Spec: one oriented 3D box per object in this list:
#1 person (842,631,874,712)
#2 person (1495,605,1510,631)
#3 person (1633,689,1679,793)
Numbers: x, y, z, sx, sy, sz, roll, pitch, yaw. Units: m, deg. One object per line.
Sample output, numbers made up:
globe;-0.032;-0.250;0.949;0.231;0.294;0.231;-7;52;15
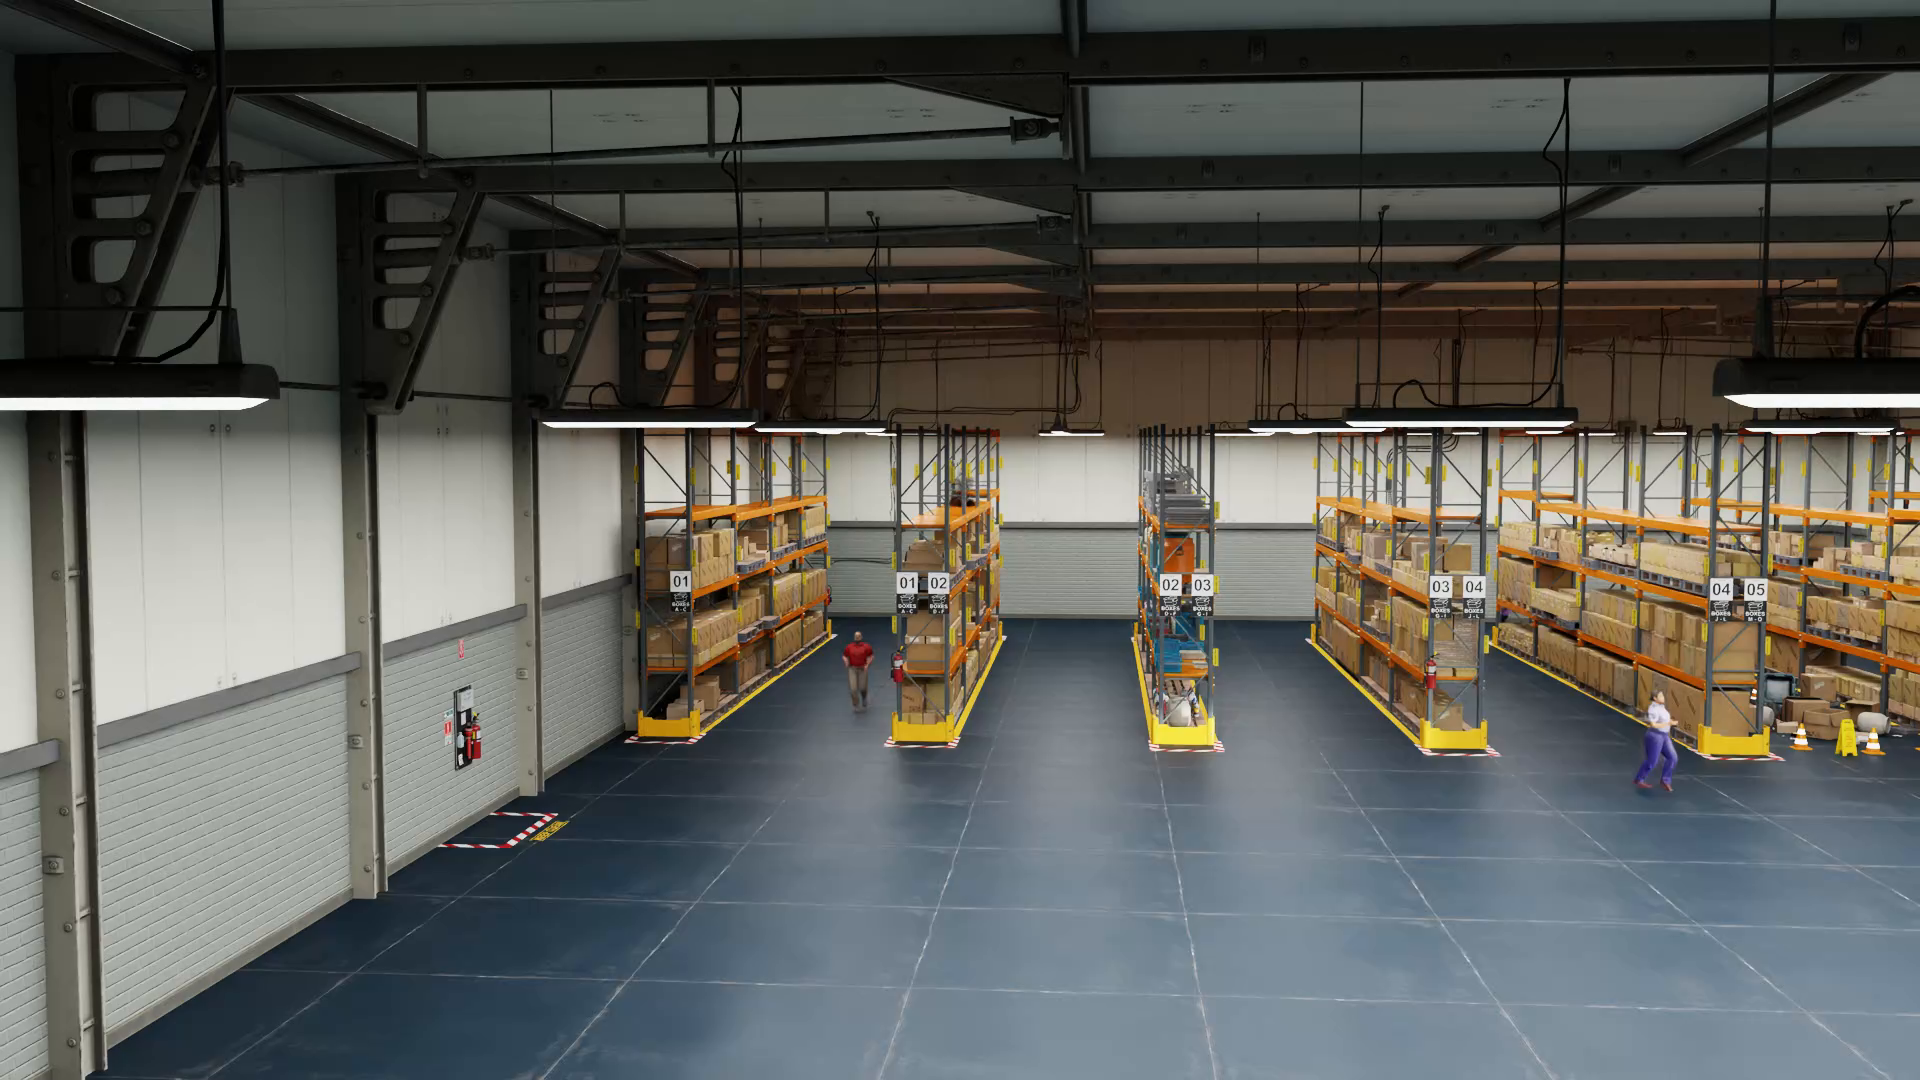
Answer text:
person;-2.147;2.756;34.927;0.661;1.673;0.628;0;3;3
person;15.551;2.096;47.434;0.580;1.531;0.556;1;4;16
person;11.300;3.268;26.942;0.701;1.706;0.584;3;5;44
